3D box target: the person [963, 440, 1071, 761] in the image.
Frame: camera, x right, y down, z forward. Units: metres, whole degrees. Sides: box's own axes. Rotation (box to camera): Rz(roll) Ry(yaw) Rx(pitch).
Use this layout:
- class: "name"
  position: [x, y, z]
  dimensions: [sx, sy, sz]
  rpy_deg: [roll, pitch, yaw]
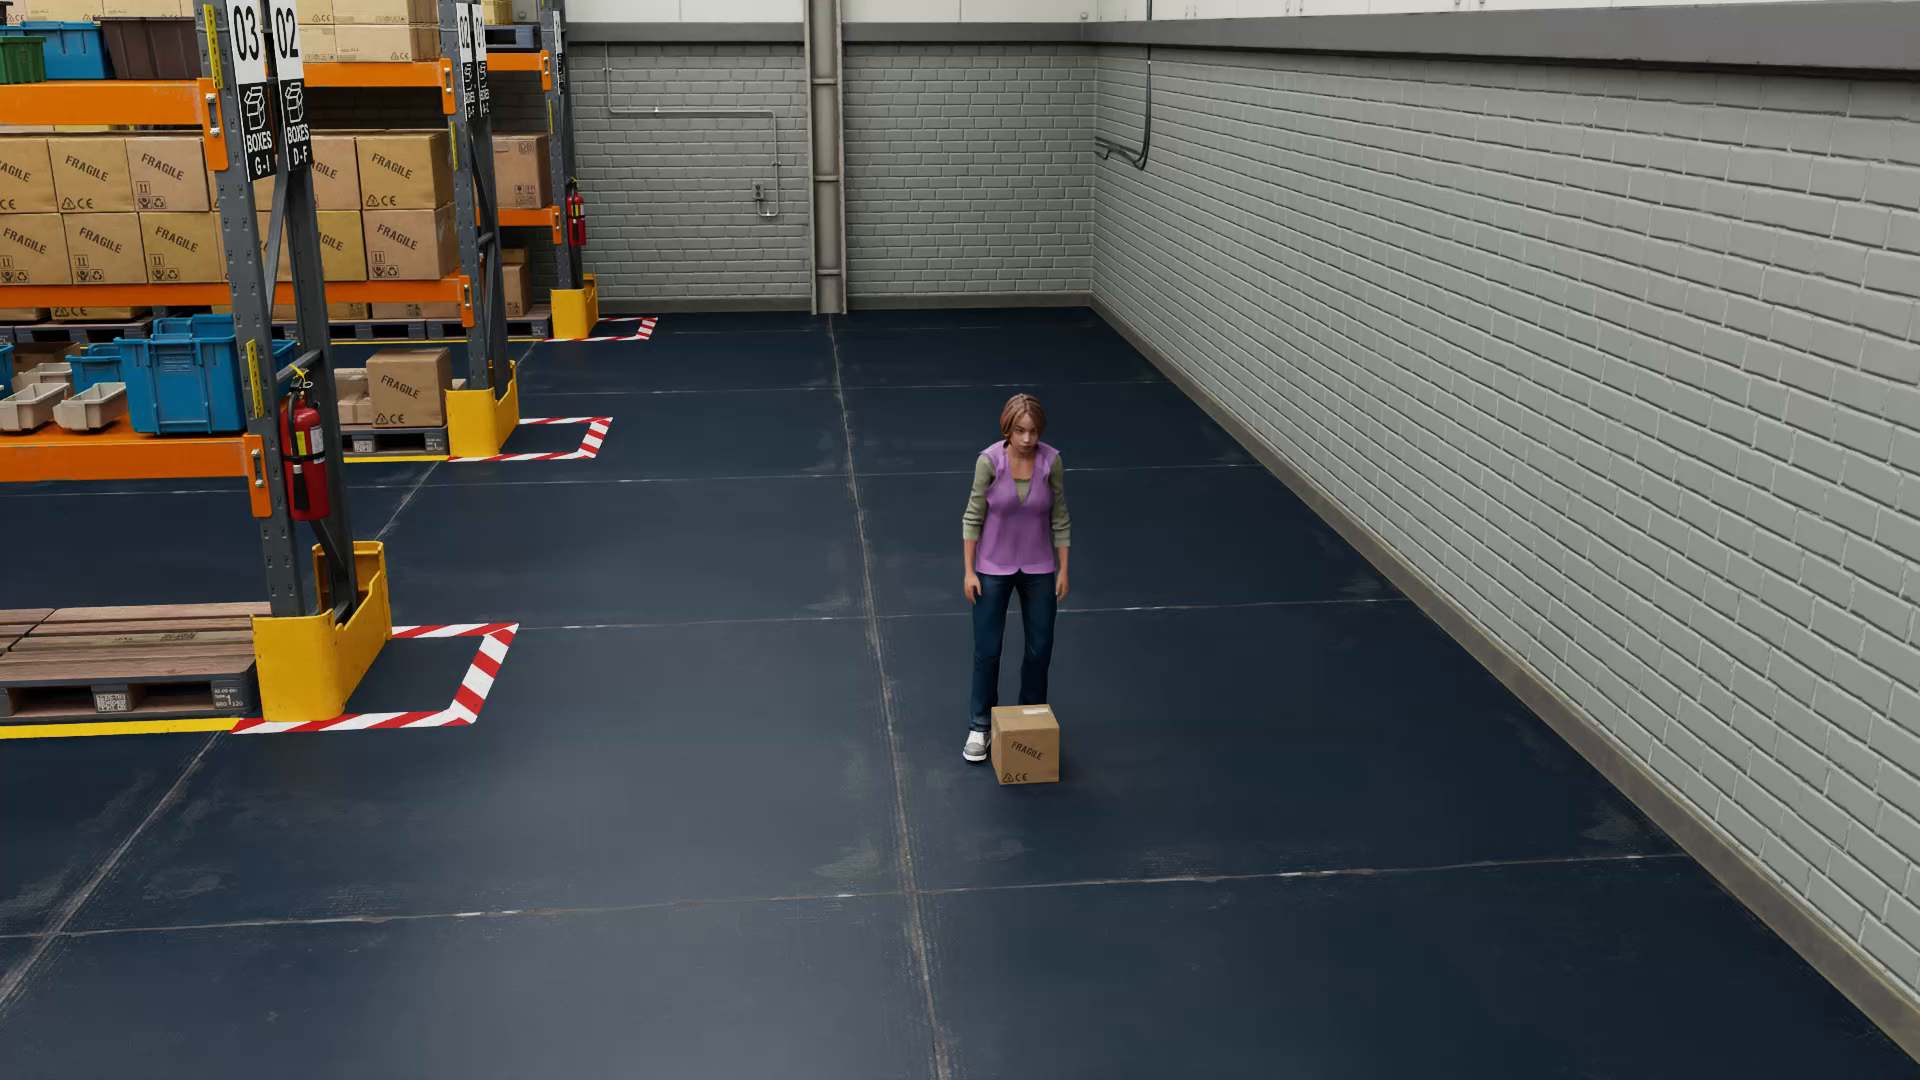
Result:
- class: "person"
  position: [0.239, 0.246, 7.101]
  dimensions: [0.467, 1.393, 0.334]
  rpy_deg: [-2, 17, -6]
